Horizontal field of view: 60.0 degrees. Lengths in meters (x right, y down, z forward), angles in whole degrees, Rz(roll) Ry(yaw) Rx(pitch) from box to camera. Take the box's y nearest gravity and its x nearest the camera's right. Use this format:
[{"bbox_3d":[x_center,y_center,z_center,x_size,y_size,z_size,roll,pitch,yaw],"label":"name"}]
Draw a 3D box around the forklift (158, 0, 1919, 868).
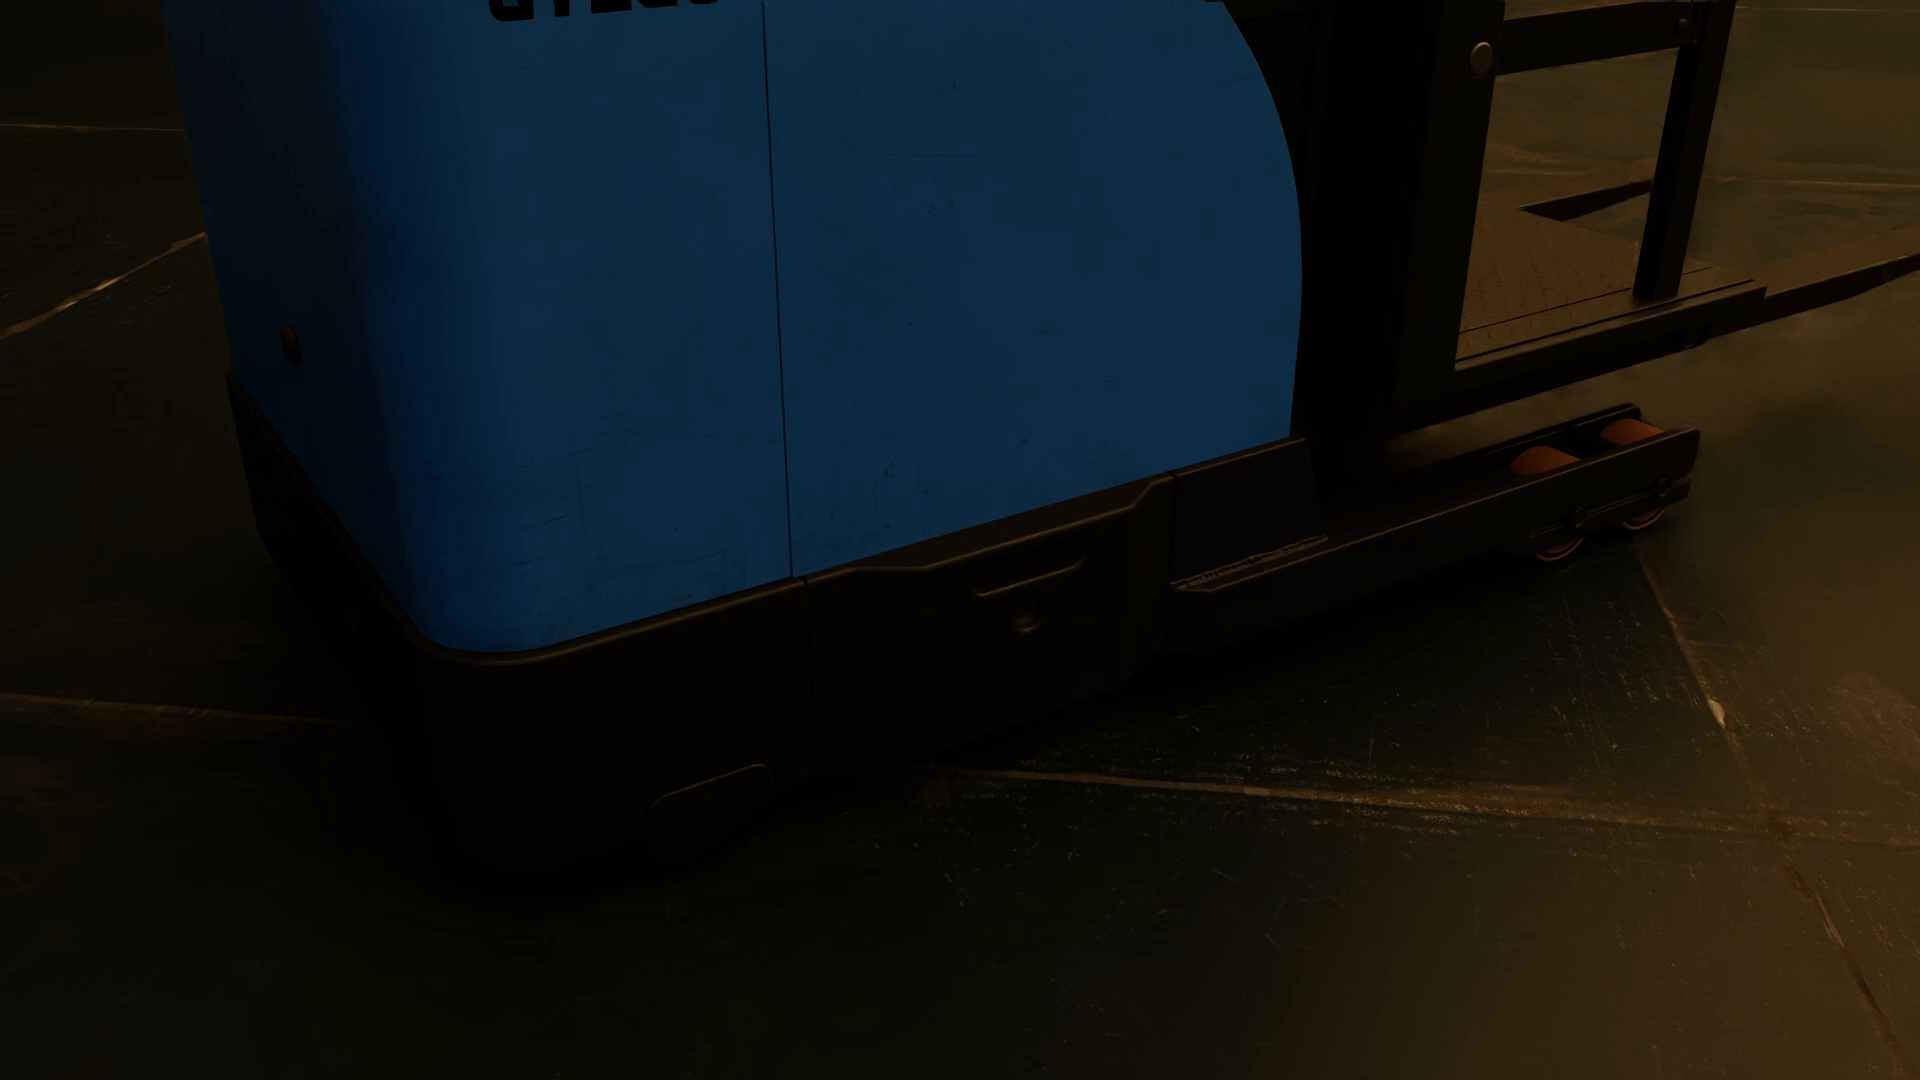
[{"bbox_3d":[0.511,-1.461,2.145,3.031,2.935,1.130,-16,31,-29],"label":"forklift"}]
